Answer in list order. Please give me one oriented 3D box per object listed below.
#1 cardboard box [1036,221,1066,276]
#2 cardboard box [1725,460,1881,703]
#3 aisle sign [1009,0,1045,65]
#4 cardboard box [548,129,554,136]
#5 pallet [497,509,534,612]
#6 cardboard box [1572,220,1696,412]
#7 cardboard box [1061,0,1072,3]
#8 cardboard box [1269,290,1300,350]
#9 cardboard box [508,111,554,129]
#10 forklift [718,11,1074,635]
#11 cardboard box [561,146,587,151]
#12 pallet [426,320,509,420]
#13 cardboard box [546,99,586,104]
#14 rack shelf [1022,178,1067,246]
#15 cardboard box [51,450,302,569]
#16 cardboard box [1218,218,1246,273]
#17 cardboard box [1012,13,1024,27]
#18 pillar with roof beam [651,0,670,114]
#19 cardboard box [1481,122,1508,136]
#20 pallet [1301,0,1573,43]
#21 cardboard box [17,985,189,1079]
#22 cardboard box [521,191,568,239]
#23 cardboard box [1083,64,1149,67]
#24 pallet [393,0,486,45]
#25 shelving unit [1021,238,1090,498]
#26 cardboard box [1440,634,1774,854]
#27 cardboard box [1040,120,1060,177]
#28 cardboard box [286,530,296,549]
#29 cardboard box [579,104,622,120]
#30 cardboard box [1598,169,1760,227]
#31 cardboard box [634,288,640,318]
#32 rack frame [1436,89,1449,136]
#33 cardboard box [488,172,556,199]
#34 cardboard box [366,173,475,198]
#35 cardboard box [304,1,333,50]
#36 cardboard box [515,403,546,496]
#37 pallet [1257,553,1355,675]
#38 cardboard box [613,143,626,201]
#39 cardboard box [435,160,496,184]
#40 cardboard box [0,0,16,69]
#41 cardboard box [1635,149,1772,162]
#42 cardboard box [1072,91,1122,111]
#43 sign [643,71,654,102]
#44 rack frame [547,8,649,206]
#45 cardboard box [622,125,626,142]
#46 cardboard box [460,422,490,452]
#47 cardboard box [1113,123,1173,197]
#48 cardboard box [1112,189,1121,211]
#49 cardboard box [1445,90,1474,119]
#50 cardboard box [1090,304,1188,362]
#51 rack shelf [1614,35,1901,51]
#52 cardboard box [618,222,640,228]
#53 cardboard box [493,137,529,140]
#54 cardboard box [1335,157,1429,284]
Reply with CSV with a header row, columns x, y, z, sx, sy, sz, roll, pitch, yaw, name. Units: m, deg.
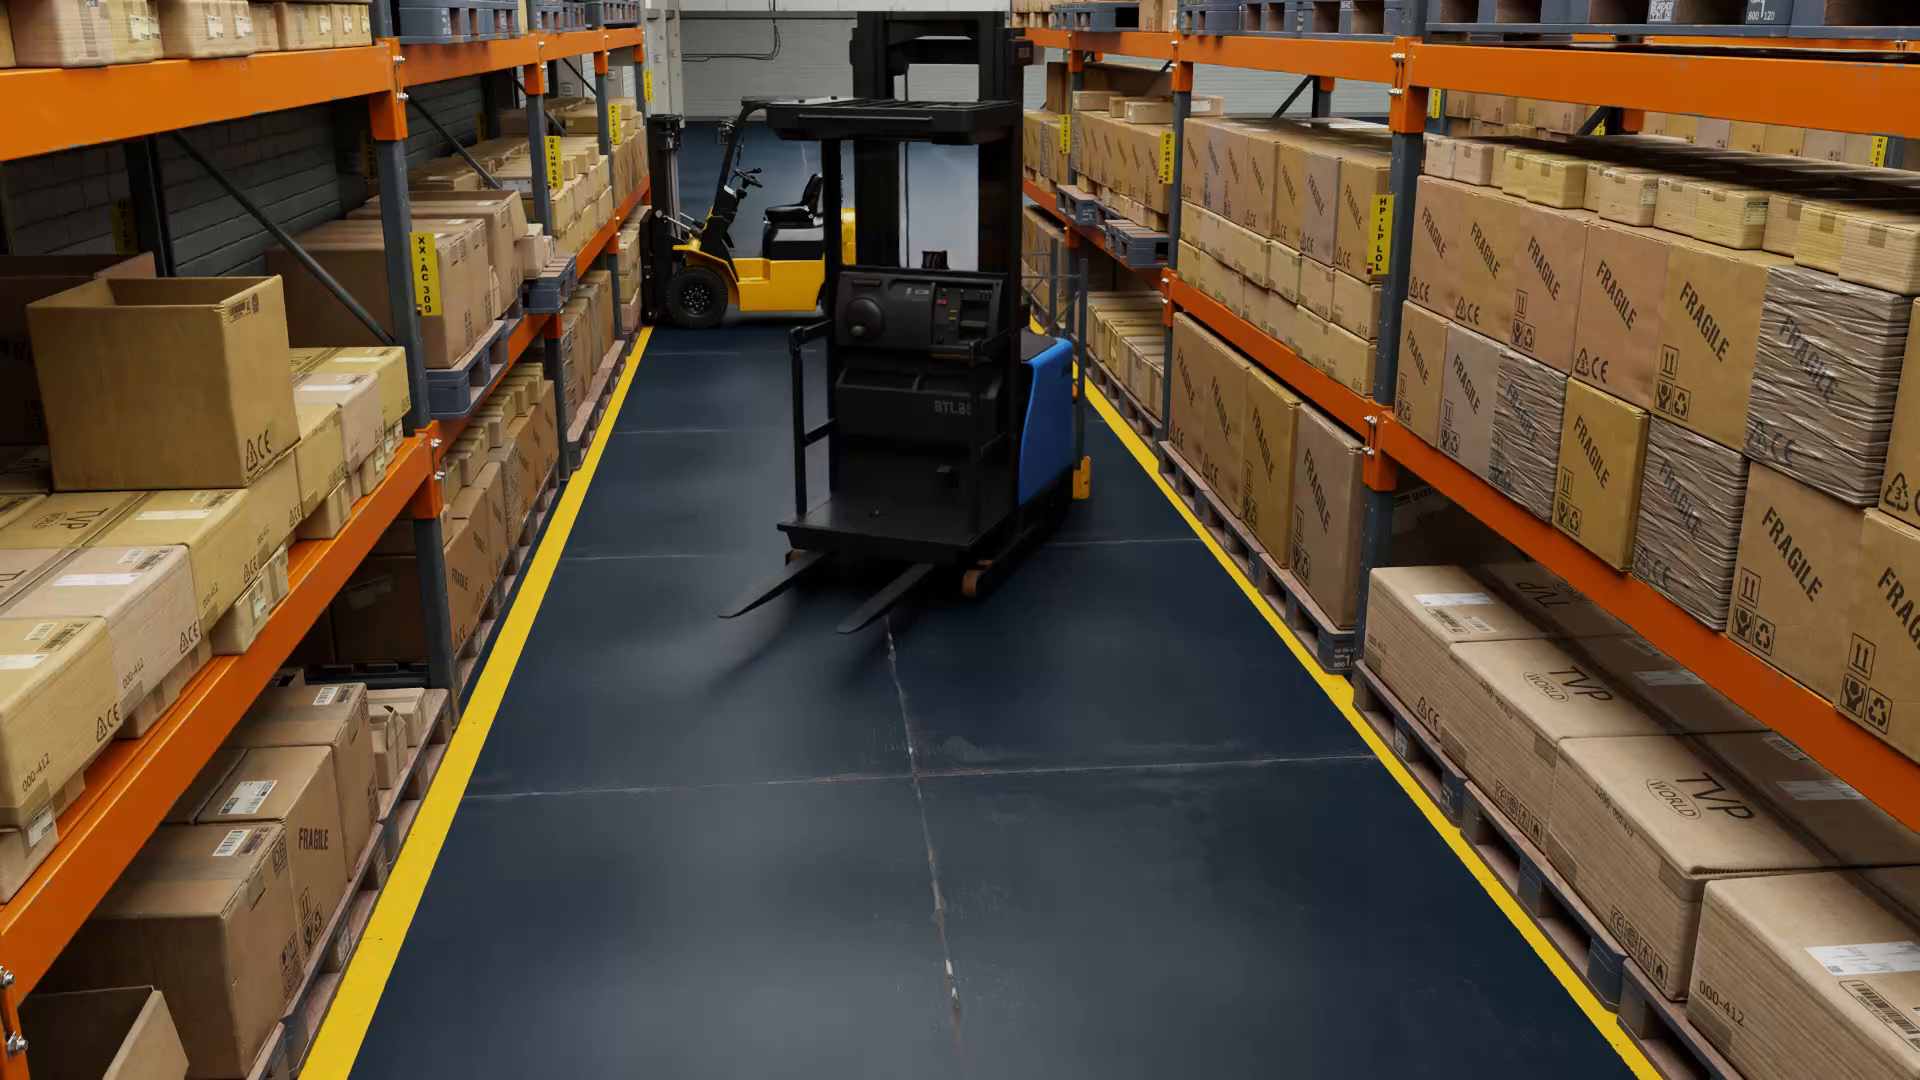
x,y,z,sx,sy,sz,roll,pitch,yaw,name
1.025,-2.872,16.456,0.500,0.500,0.500,-1,17,-3,cardboard box
2.348,0.087,4.224,0.500,0.500,0.500,-2,18,-7,cardboard box
0.733,-5.596,18.152,0.394,0.787,0.004,-2,18,-6,aisle sign
-3.844,-3.598,14.879,0.380,0.149,0.250,-1,17,-4,cardboard box
-2.902,0.108,8.980,1.003,0.211,1.213,-2,18,-6,pallet
2.231,-0.693,5.039,0.500,0.500,0.500,-2,18,-6,cardboard box
1.122,-4.528,13.634,0.500,0.250,0.500,-2,18,-7,cardboard box
1.904,-1.128,8.513,0.500,0.250,0.500,-2,18,-7,cardboard box
-3.835,-3.740,14.834,0.380,0.149,0.250,-2,18,-6,cardboard box
-0.296,-1.220,8.668,1.130,2.935,3.031,6,19,19,forklift
-3.079,-2.957,12.839,0.380,0.149,0.250,-2,18,-7,cardboard box
-2.625,-0.767,7.431,1.003,0.211,1.213,-2,18,-6,pallet
-4.032,-4.427,17.024,0.380,0.149,0.250,-1,17,-5,cardboard box
1.254,-3.407,16.723,1.077,0.370,4.000,-2,18,-6,rack shelf
-2.199,-0.092,4.715,0.500,0.250,0.500,-2,18,-7,cardboard box
1.771,-1.668,9.399,0.500,0.250,0.500,-2,18,-6,cardboard box
0.759,-5.549,17.755,0.380,0.149,0.250,-2,18,-6,cardboard box
-2.907,-14.102,39.573,9.100,9.000,0.400,-2,18,-6,pillar with roof beam
6.056,-4.158,17.663,0.875,0.550,0.550,-2,18,-6,cardboard box
2.142,-2.383,7.570,0.805,0.209,1.217,-2,18,-8,pallet
-2.208,1.381,3.738,0.797,0.503,0.637,-2,18,-8,cardboard box
-2.842,-2.116,10.825,0.500,0.250,0.500,-2,18,-6,cardboard box
1.517,-4.568,16.886,0.700,0.500,0.500,-2,18,-6,cardboard box
-2.649,-2.155,6.838,1.213,0.211,1.003,-2,18,-6,pallet
0.465,-1.132,10.778,0.587,1.500,1.083,-2,18,-7,shelving unit
2.337,0.708,5.991,0.875,0.438,0.875,-2,18,-7,cardboard box
1.049,-3.777,16.035,0.500,0.500,0.500,-1,17,-4,cardboard box
-2.298,-0.021,5.157,0.380,0.149,0.250,-2,17,-5,cardboard box
-3.478,-4.134,16.091,0.380,0.149,0.250,-2,17,-5,cardboard box
2.198,-1.049,5.091,0.380,0.149,0.250,-2,18,-5,cardboard box
-3.265,-2.194,15.547,0.500,0.250,0.500,-2,18,-7,cardboard box
5.961,-4.529,19.097,1.000,3.000,0.127,-2,18,-6,rack frame
-2.804,-2.270,10.649,0.380,0.149,0.250,-1,17,-4,cardboard box
-3.166,-1.898,9.848,0.500,0.500,0.500,-1,17,-3,cardboard box
-2.279,-1.677,5.421,0.380,0.149,0.250,-1,17,-4,cardboard box
-2.765,-0.547,9.885,0.500,0.500,0.500,-2,18,-6,cardboard box
2.131,0.332,8.268,1.003,0.211,1.213,-2,18,-6,pallet
-3.333,-3.343,15.150,0.500,0.500,0.500,-1,17,-5,cardboard box
-3.447,-2.561,11.577,0.380,0.149,0.250,-2,18,-6,cardboard box
-2.103,-0.993,3.243,0.380,0.149,0.250,-2,18,-5,cardboard box
2.613,-1.292,5.866,0.380,0.149,0.250,-2,18,-6,cardboard box
1.157,-3.703,14.017,0.380,0.149,0.250,-2,18,-6,cardboard box
-3.348,-4.870,17.853,0.100,0.325,0.005,-2,18,-6,sign
-3.889,-4.192,18.022,1.000,3.000,0.127,-2,18,-6,rack frame
-3.308,-3.768,15.422,0.380,0.149,0.250,-2,18,-6,cardboard box
-2.677,-0.516,8.701,0.380,0.149,0.250,-2,18,-5,cardboard box
1.432,-2.784,12.172,0.500,0.500,0.500,-3,18,-9,cardboard box
1.367,-2.593,12.647,0.380,0.149,0.250,-2,18,-7,cardboard box
5.961,-5.004,18.556,0.875,0.550,0.550,-2,18,-6,cardboard box
1.595,-1.731,13.869,0.950,0.372,0.625,-1,17,-2,cardboard box
6.580,-3.830,13.061,1.077,0.370,4.000,-2,18,-6,rack shelf
-3.366,-2.977,16.371,0.500,0.250,0.500,-2,18,-7,cardboard box
-3.653,-3.246,13.759,0.380,0.149,0.250,-2,18,-7,cardboard box
1.990,-1.421,7.360,0.500,0.500,0.500,-1,17,-4,cardboard box
